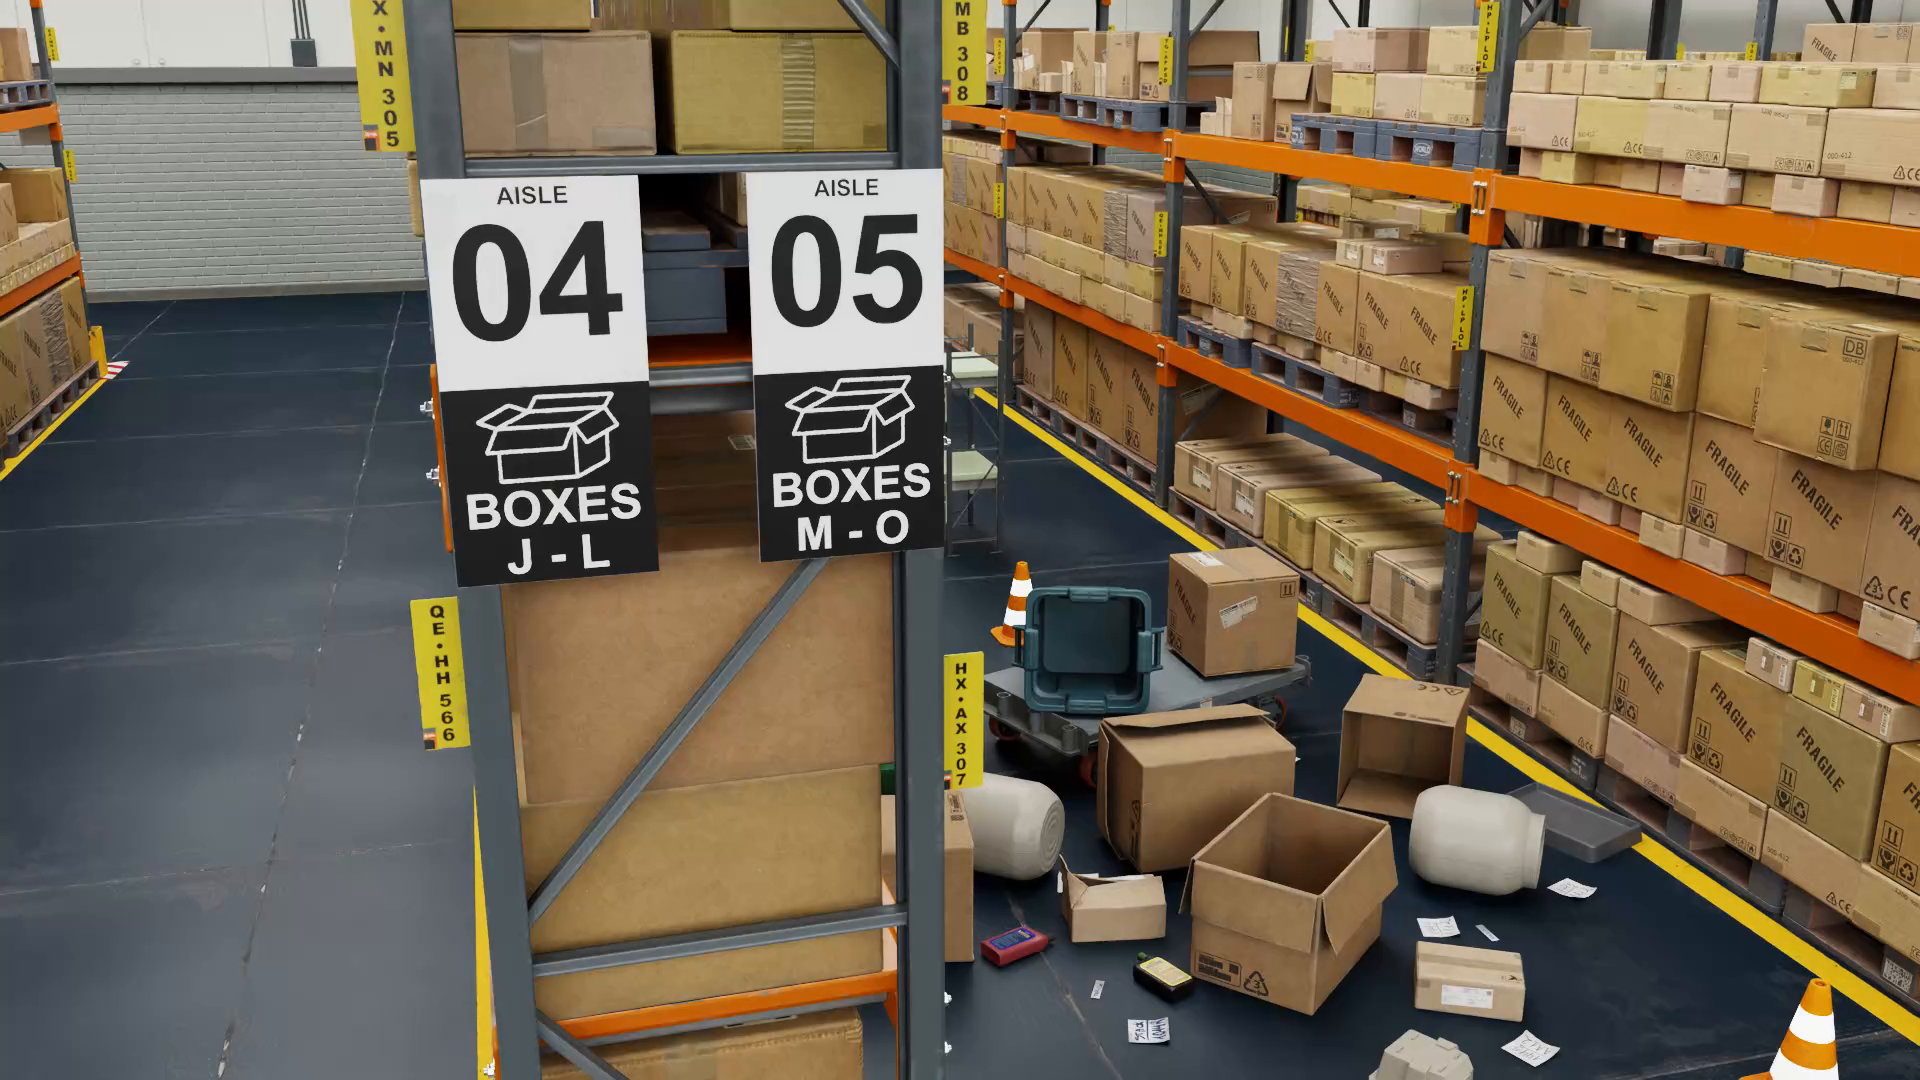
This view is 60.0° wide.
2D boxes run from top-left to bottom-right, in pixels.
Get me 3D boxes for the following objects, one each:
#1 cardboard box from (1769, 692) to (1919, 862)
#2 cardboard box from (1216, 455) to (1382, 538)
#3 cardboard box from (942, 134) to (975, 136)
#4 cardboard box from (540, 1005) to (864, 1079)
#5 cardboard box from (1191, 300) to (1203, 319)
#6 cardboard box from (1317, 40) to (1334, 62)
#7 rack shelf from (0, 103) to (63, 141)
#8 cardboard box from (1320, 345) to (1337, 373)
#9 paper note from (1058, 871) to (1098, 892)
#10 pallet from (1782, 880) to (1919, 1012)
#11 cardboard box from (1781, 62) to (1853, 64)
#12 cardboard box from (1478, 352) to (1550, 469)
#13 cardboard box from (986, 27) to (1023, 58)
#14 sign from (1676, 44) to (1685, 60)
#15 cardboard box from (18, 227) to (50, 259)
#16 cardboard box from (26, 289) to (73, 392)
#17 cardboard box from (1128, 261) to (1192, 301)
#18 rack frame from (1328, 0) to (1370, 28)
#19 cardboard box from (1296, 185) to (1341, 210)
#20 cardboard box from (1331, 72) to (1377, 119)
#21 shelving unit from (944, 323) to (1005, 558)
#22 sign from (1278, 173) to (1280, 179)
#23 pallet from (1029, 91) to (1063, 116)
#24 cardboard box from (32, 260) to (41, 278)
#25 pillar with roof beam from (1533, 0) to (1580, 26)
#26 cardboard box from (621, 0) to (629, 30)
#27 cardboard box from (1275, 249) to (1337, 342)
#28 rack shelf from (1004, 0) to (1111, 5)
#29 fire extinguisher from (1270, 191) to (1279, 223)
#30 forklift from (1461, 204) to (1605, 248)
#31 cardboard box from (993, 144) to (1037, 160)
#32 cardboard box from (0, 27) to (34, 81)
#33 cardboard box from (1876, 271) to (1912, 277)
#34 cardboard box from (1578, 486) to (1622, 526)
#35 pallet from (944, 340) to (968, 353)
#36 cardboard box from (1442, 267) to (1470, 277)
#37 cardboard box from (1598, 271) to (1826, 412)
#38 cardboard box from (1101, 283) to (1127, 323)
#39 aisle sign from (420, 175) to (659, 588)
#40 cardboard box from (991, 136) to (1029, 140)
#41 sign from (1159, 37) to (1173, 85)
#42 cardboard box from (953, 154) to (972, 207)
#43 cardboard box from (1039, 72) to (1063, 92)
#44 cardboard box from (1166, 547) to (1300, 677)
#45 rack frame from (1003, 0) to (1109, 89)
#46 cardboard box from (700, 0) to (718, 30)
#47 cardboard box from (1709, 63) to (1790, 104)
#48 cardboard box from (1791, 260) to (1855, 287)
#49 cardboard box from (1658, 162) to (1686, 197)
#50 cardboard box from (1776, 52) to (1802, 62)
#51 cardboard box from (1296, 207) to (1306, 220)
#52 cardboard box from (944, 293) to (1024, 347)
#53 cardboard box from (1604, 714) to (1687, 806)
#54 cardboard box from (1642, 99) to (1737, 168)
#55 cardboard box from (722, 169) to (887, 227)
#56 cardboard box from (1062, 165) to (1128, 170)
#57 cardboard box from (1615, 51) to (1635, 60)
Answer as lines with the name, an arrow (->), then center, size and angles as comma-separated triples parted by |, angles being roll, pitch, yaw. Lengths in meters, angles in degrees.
cardboard box -> 3.583, 0.895, 6.503 | 0.500, 0.500, 0.500 | -4, 17, -13
cardboard box -> 2.358, -0.311, 11.611 | 0.950, 0.372, 0.625 | -5, 17, -16
cardboard box -> -0.051, -4.371, 18.252 | 0.380, 0.149, 0.250 | -5, 17, -15
cardboard box -> -0.781, 1.537, 4.584 | 0.875, 0.875, 0.875 | -5, 17, -15
cardboard box -> 1.912, -1.705, 12.121 | 0.380, 0.149, 0.250 | -6, 18, -18
cardboard box -> 4.577, -5.797, 19.698 | 0.500, 0.250, 0.500 | -5, 17, -16
rack shelf -> -9.175, -3.697, 15.083 | 1.077, 0.370, 4.000 | -5, 17, -15
cardboard box -> 2.428, -1.107, 10.131 | 0.380, 0.149, 0.250 | -5, 17, -15
paper note -> 0.502, 1.453, 7.074 | 0.172, 0.023, 0.155 | 1, 17, 4
pallet -> 3.990, 1.571, 6.356 | 1.003, 0.211, 1.213 | -5, 17, -15
cardboard box -> 3.699, -1.963, 7.111 | 0.380, 0.149, 0.250 | -5, 17, -16
cardboard box -> 2.954, -0.669, 8.275 | 0.500, 0.500, 0.500 | -5, 17, -15
cardboard box -> 0.501, -4.941, 16.890 | 0.797, 0.503, 0.637 | -3, 17, -11
sign -> 3.621, -2.352, 8.454 | 0.100, 0.325, 0.005 | -5, 17, -15
cardboard box -> -9.058, -2.835, 15.919 | 0.500, 0.250, 0.500 | -5, 18, -17
cardboard box -> -9.222, -1.919, 16.091 | 0.875, 0.875, 0.875 | -5, 17, -15
cardboard box -> 1.624, -2.010, 12.823 | 0.500, 0.250, 0.500 | -5, 17, -15
rack frame -> 4.575, -7.208, 20.308 | 1.000, 3.000, 0.127 | -5, 17, -15
cardboard box -> 4.440, -4.259, 20.661 | 0.500, 0.250, 0.500 | -5, 17, -15
cardboard box -> 2.528, -2.620, 9.777 | 0.500, 0.250, 0.500 | -4, 17, -15
shelving unit -> 0.002, -0.716, 11.730 | 0.431, 1.500, 0.755 | -5, 17, -15
sign -> 4.053, -4.707, 20.903 | 0.100, 0.325, 0.005 | -5, 17, -15
pallet -> 1.202, -3.931, 14.942 | 0.805, 0.209, 1.217 | -5, 18, -17
cardboard box -> -8.891, -2.543, 15.640 | 0.380, 0.149, 0.250 | -4, 17, -14
pillar with roof beam -> 2.210, -6.026, 16.369 | 9.100, 9.000, 0.400 | -5, 17, -15
cardboard box -> -0.944, -1.794, 5.644 | 0.380, 0.149, 0.250 | -5, 17, -15
cardboard box -> 2.335, -1.549, 10.473 | 0.500, 0.500, 0.500 | -5, 18, -17
rack shelf -> 1.452, -4.619, 13.634 | 1.077, 0.370, 4.000 | -5, 17, -15
fire extinguisher -> 4.090, -4.124, 21.249 | 0.296, 0.674, 0.183 | -5, 17, -15
forklift -> 4.588, -1.799, 12.845 | 1.130, 2.935, 3.031 | -5, 17, -16
cardboard box -> 0.544, -3.814, 16.397 | 0.380, 0.149, 0.250 | -4, 17, -14
cardboard box -> -9.531, -4.752, 16.267 | 0.700, 0.500, 0.500 | -6, 18, -19
cardboard box -> 6.943, -2.013, 12.139 | 0.380, 0.149, 0.250 | -4, 17, -14
cardboard box -> 3.135, -0.182, 7.780 | 0.380, 0.149, 0.250 | -4, 17, -14
pallet -> 0.430, -2.054, 18.425 | 1.003, 0.211, 1.213 | -5, 17, -15
cardboard box -> 3.110, -1.305, 9.661 | 0.500, 0.500, 0.500 | -5, 17, -15
cardboard box -> 3.245, -0.869, 7.202 | 0.700, 0.500, 0.500 | -5, 17, -16
cardboard box -> 1.458, -1.917, 13.379 | 0.500, 0.250, 0.500 | -4, 17, -14
aisle sign -> -0.800, -0.299, 3.213 | 0.394, 0.787, 0.004 | -5, 17, -15
cardboard box -> 0.552, -4.273, 17.924 | 0.380, 0.149, 0.250 | -4, 17, -13
sign -> 1.466, -3.409, 11.838 | 0.100, 0.325, 0.005 | -5, 17, -15
cardboard box -> 0.227, -3.752, 17.317 | 0.500, 0.500, 0.500 | -4, 17, -15
cardboard box -> 0.914, -3.984, 14.462 | 0.380, 0.166, 0.250 | -6, 18, -19
cardboard box -> 1.398, 0.361, 8.565 | 0.500, 0.500, 0.500 | -5, 17, -15
rack frame -> 0.903, -5.709, 15.314 | 1.000, 3.000, 0.127 | -5, 17, -15
cardboard box -> -0.385, -1.231, 3.768 | 0.380, 0.149, 0.250 | -5, 17, -15
cardboard box -> 3.284, -1.852, 6.740 | 0.380, 0.149, 0.250 | -5, 17, -16
cardboard box -> 6.797, -2.009, 12.819 | 0.500, 0.250, 0.500 | -4, 17, -14
cardboard box -> 3.237, -1.549, 7.119 | 0.380, 0.149, 0.250 | -5, 18, -17
cardboard box -> 6.938, -3.944, 13.706 | 0.380, 0.149, 0.250 | -5, 18, -17
cardboard box -> 4.401, -4.102, 20.832 | 0.380, 0.149, 0.250 | -5, 17, -16
cardboard box -> 0.340, -2.489, 18.747 | 0.875, 0.438, 0.875 | -4, 17, -14
cardboard box -> 3.310, 0.971, 7.555 | 0.500, 0.250, 0.500 | -5, 17, -16
cardboard box -> 3.235, -1.705, 6.943 | 0.500, 0.250, 0.500 | -5, 17, -15
cardboard box -> -0.317, -0.782, 3.661 | 0.380, 0.149, 0.250 | -5, 17, -15
cardboard box -> 1.267, -3.258, 15.674 | 0.500, 0.500, 0.500 | -4, 17, -13
cardboard box -> 6.038, -4.251, 14.727 | 0.380, 0.149, 0.250 | -5, 17, -15
